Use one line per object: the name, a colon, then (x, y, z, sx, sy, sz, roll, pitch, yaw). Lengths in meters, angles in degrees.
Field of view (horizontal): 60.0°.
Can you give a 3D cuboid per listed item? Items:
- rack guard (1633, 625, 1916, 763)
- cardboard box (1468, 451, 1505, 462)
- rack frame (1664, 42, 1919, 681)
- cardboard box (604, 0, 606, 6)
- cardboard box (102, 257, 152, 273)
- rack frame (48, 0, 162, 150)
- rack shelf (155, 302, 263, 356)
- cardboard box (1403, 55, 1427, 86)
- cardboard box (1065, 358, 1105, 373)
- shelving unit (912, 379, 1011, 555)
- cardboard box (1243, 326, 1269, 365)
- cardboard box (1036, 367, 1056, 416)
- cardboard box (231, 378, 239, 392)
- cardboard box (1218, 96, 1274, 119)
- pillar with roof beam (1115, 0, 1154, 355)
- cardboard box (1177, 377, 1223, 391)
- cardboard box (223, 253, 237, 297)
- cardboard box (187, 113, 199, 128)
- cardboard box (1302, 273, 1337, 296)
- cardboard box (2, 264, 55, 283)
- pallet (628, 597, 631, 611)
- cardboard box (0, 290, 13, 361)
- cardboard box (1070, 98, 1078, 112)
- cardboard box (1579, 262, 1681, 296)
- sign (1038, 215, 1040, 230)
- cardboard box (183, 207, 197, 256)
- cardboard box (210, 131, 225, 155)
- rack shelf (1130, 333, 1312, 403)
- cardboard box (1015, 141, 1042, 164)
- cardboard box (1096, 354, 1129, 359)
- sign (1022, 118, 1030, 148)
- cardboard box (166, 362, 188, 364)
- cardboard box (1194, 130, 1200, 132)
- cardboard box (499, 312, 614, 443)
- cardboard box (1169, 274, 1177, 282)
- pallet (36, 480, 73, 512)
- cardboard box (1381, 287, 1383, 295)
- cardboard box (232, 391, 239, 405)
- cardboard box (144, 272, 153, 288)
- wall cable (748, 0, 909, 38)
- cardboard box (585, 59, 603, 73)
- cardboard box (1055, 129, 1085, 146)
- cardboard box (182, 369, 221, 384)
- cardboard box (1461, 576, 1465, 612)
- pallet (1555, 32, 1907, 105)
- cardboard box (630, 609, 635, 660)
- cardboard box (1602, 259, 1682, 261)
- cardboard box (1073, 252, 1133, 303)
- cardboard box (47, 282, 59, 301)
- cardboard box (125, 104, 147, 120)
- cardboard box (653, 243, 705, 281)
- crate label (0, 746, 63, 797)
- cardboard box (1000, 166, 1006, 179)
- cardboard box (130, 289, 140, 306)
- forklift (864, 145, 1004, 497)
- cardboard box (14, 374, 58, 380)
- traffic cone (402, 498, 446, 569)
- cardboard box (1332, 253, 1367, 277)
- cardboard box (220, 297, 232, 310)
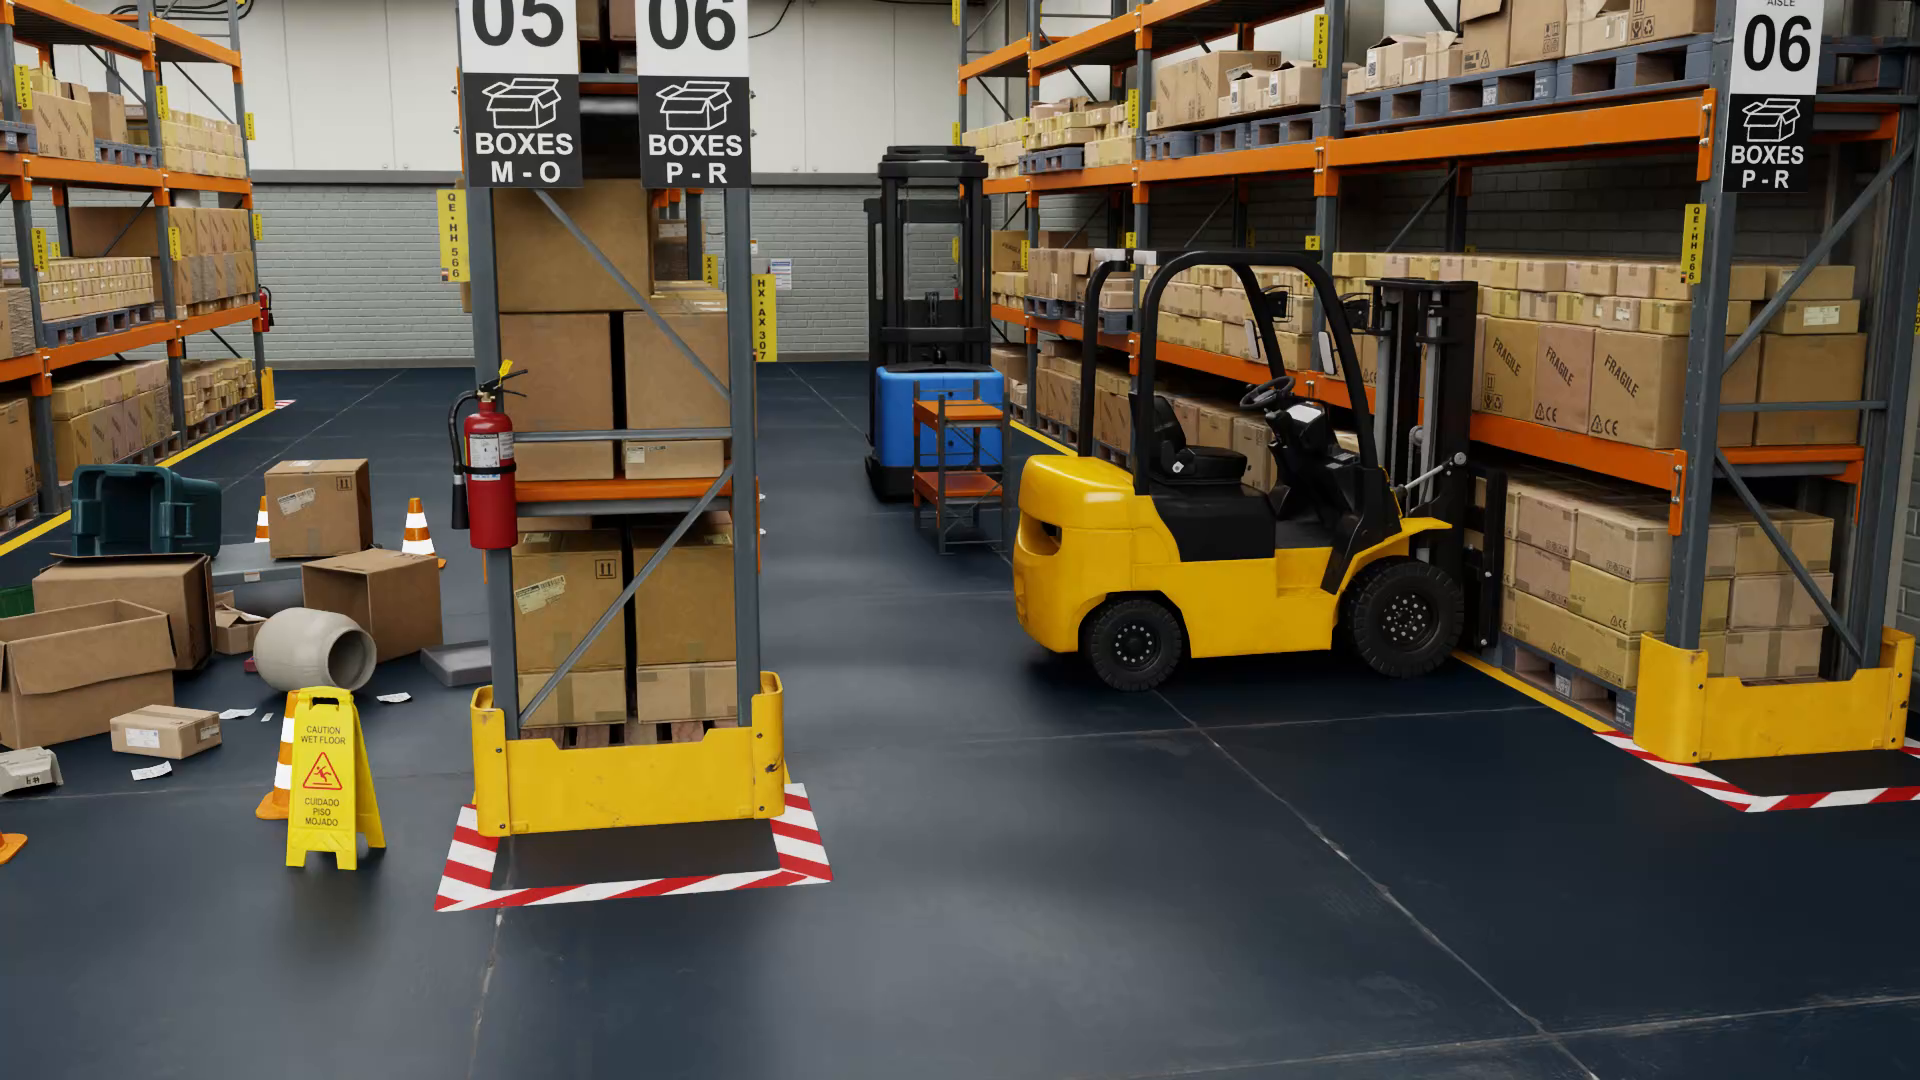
rack guard: (3.601, 0.665, 7.368, 1.175, 0.500, 0.348, -2, 11, -11)
cardboard box: (2.803, -0.363, 9.638, 0.500, 0.250, 0.500, -2, 11, -9)
rack frame: (3.597, -0.568, 7.157, 1.000, 3.000, 0.127, -2, 11, -11)
cardboard box: (-1.772, -2.417, 7.390, 0.380, 0.149, 0.250, -2, 11, -13)
cardboard box: (-8.172, -2.698, 16.305, 0.380, 0.149, 0.250, -2, 11, -8)
rack frame: (-8.441, -5.336, 16.165, 1.000, 3.000, 0.127, -2, 11, -11)
rack shelf: (-8.830, -2.402, 18.720, 1.077, 0.370, 4.000, -2, 11, -11)
cardboard box: (2.757, -2.673, 9.475, 0.380, 0.149, 0.250, -2, 11, -9)
cardboard box: (1.329, -1.846, 17.699, 0.380, 0.149, 0.250, -2, 11, -12)
shelving unit: (-0.001, -0.554, 12.098, 0.538, 1.125, 1.048, -2, 11, -11)
cardboard box: (2.361, -1.403, 11.945, 0.500, 0.250, 0.500, -2, 11, -11)
cardboard box: (1.136, -1.650, 18.406, 0.500, 0.500, 0.500, -2, 11, -9)
cardboard box: (-8.621, -1.798, 19.328, 0.380, 0.149, 0.250, -2, 11, -10)
cardboard box: (2.157, -3.239, 12.451, 0.380, 0.149, 0.250, -2, 11, -12)
pillar with roof beam: (-2.211, -5.720, 18.180, 9.100, 9.000, 0.400, -2, 11, -11)
cardboard box: (2.245, -1.439, 15.562, 0.380, 0.149, 0.250, -2, 11, -8)
cardboard box: (-8.676, -3.057, 19.175, 0.500, 0.500, 0.500, -2, 11, -11)
cardboard box: (-8.469, -4.535, 17.977, 0.380, 0.149, 0.250, -2, 11, -8)
cardboard box: (2.534, -1.724, 11.229, 0.380, 0.149, 0.250, -2, 11, -9)
cardboard box: (-7.618, -2.171, 13.541, 0.380, 0.149, 0.250, -2, 11, -13)
pallet: (-1.884, 0.371, 9.680, 1.003, 0.211, 1.213, -2, 11, -11)
cardboard box: (-7.217, -1.540, 11.998, 0.500, 0.500, 0.500, -2, 11, -11)
cardboard box: (1.389, -4.670, 18.067, 0.396, 0.266, 0.258, -2, 11, -12)
cardboard box: (3.164, -1.231, 7.843, 0.380, 0.149, 0.250, -2, 11, -10)
sign: (1.033, -4.243, 22.524, 0.100, 0.325, 0.005, -2, 11, -11)
cardboard box: (-8.406, -3.262, 17.573, 0.500, 0.500, 0.500, -2, 11, -13)
cardboard box: (-8.682, -4.505, 18.885, 0.500, 0.250, 0.500, -2, 11, -10)
rack shelf: (2.430, -1.315, 13.006, 1.077, 0.370, 4.000, -2, 11, -11)
cardboard box: (0.923, -4.394, 18.844, 0.500, 0.250, 0.500, -2, 11, -11)
cardboard box: (1.673, -1.961, 18.302, 0.380, 0.149, 0.250, -2, 11, -11)
sign: (0.732, -4.475, 18.281, 0.100, 0.325, 0.005, -2, 11, -11)
cardboard box: (-9.356, -2.015, 19.672, 0.380, 0.149, 0.250, -2, 11, -11)
cardboard box: (2.204, -3.706, 14.960, 0.380, 0.149, 0.250, -2, 11, -10)
cardboard box: (-1.647, -0.671, 6.639, 0.500, 0.500, 0.500, -2, 11, -12)
cardboard box: (1.942, -2.239, 13.933, 0.380, 0.149, 0.250, -2, 11, -9)
pallet: (-7.814, -0.429, 13.885, 1.003, 0.211, 1.213, -2, 11, -11)
cardboard box: (2.753, -1.507, 10.089, 0.380, 0.149, 0.250, -2, 11, -11)
cardboard box: (-8.624, -1.655, 19.371, 0.380, 0.149, 0.250, -3, 11, -14)
cardboard box: (-8.170, -2.552, 16.336, 0.380, 0.149, 0.250, -2, 11, -9)
wall cable: (-2.288, -7.441, 27.123, 2.988, 3.039, 0.133, -2, 11, -11)
cardboard box: (-1.698, -1.935, 6.992, 0.380, 0.149, 0.250, -2, 11, -11)
cardboard box: (1.172, -4.071, 16.821, 0.380, 0.149, 0.250, -2, 11, -10)
cardboard box: (-8.584, -1.845, 18.780, 0.380, 0.149, 0.250, -2, 11, -11)
cardboard box: (2.896, 0.224, 9.229, 0.500, 0.250, 0.500, -2, 11, -9)
pallet: (3.484, -2.129, 7.571, 1.003, 0.211, 1.213, -2, 11, -11)
cardboard box: (-1.368, 0.406, 8.270, 0.500, 0.250, 0.500, -1, 11, -7)
cardboard box: (3.594, -1.393, 8.697, 0.380, 0.149, 0.250, -2, 11, -12)
cardboard box: (1.542, -2.585, 16.355, 0.797, 0.503, 0.637, -2, 11, -12)
cardboard box: (-7.615, -2.030, 13.593, 0.380, 0.149, 0.250, -2, 11, -8)
cardboard box: (-8.260, -4.292, 16.702, 0.380, 0.149, 0.250, -2, 11, -12)
cardboard box: (-1.859, -1.618, 10.490, 0.500, 0.500, 0.500, -2, 11, -10)
crate label: (-3.857, 0.948, 6.847, 0.250, 0.136, 0.298, -9, 14, -40)
cardboard box: (0.693, -4.410, 19.993, 0.380, 0.149, 0.250, -2, 11, -10)
cardboard box: (-8.072, -2.313, 15.874, 0.380, 0.149, 0.250, -2, 11, -11)
forklift: (-0.295, -2.027, 15.009, 1.130, 2.935, 3.031, -1, 11, -6)
cardboard box: (-8.246, -1.304, 14.582, 0.500, 0.250, 0.500, -2, 11, -10)
traffic cone: (-3.664, -0.051, 11.224, 0.336, 0.463, 0.334, -2, 11, -11)
cardboard box: (2.590, -1.746, 10.550, 0.380, 0.149, 0.250, -2, 11, -10)
cardboard box: (-8.709, -2.762, 19.357, 0.380, 0.149, 0.250, -3, 11, -14)
